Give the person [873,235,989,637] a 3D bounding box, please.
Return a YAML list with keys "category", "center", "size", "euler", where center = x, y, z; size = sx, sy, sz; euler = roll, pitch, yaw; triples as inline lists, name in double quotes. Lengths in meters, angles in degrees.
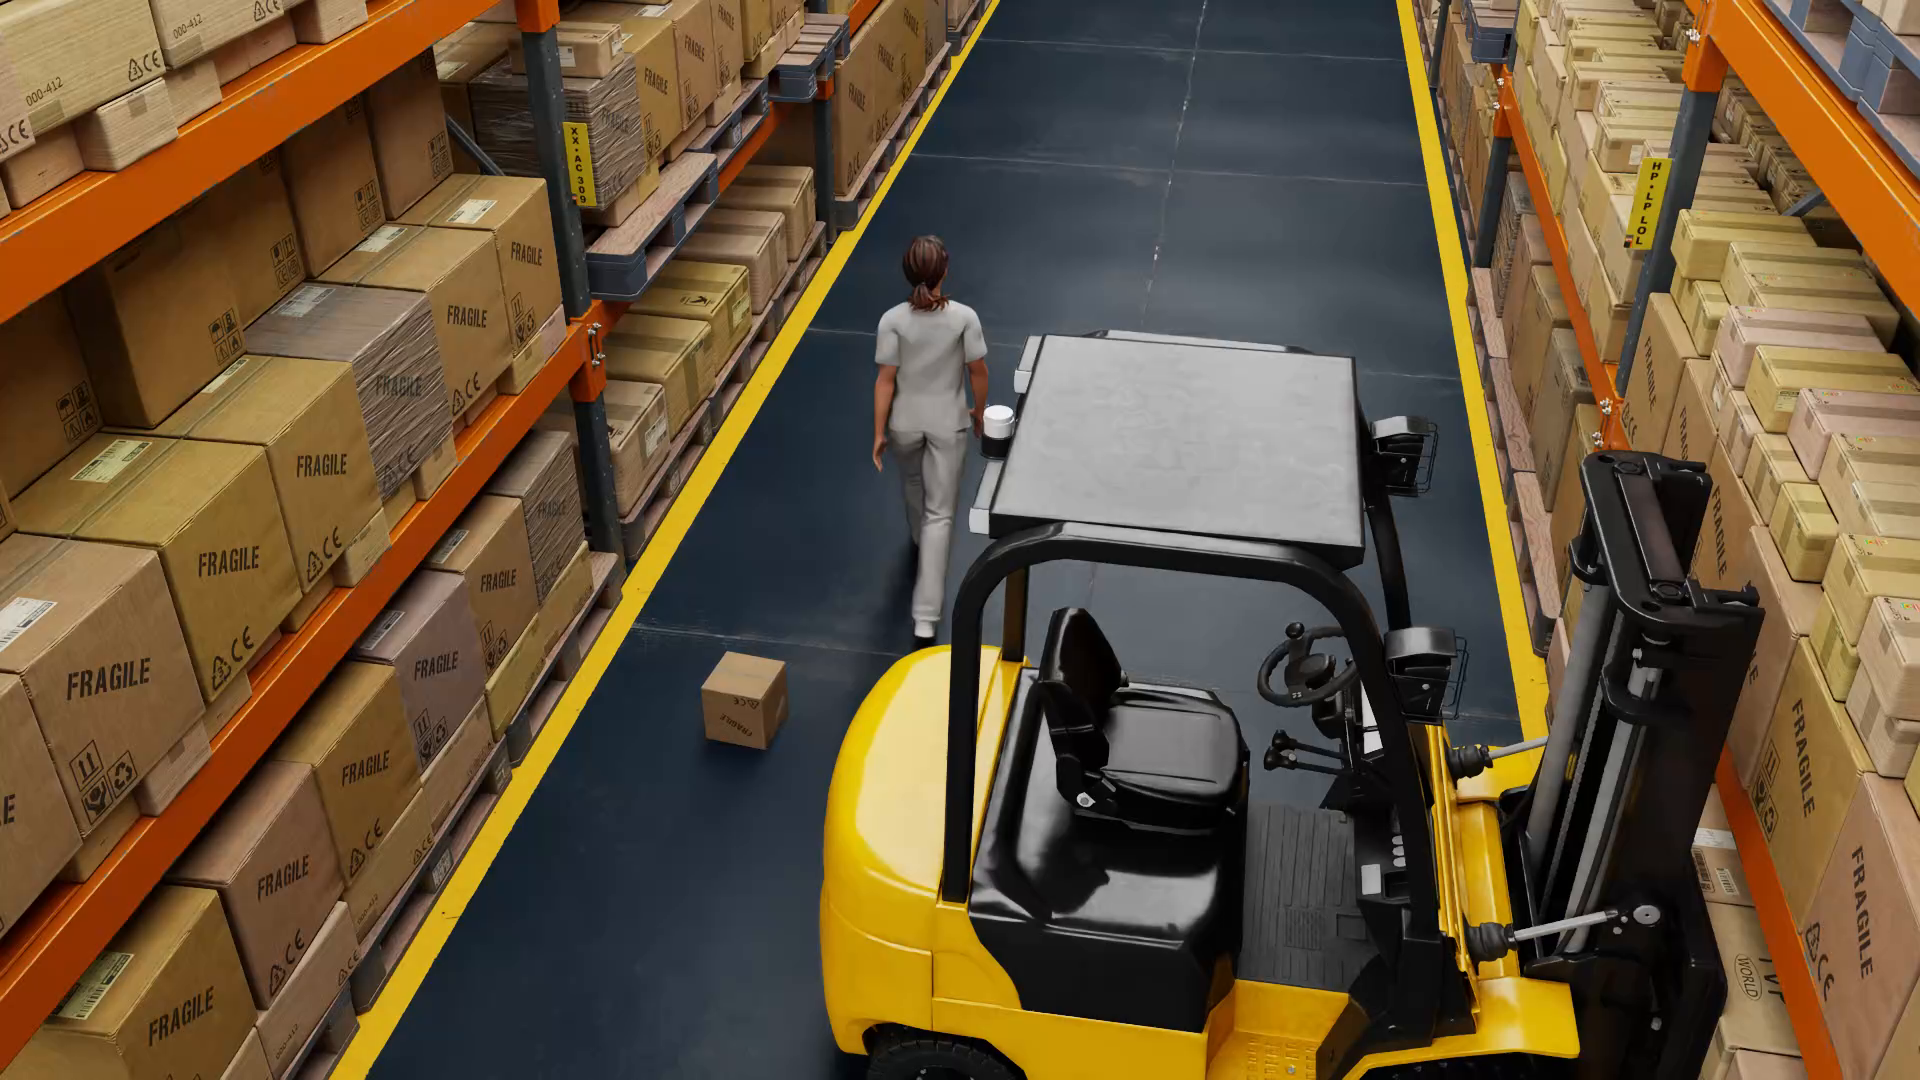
- category: "person"
  center: [-0.119, -0.480, 6.913]
  size: [0.465, 1.614, 1.056]
  euler: [3, 33, 4]
